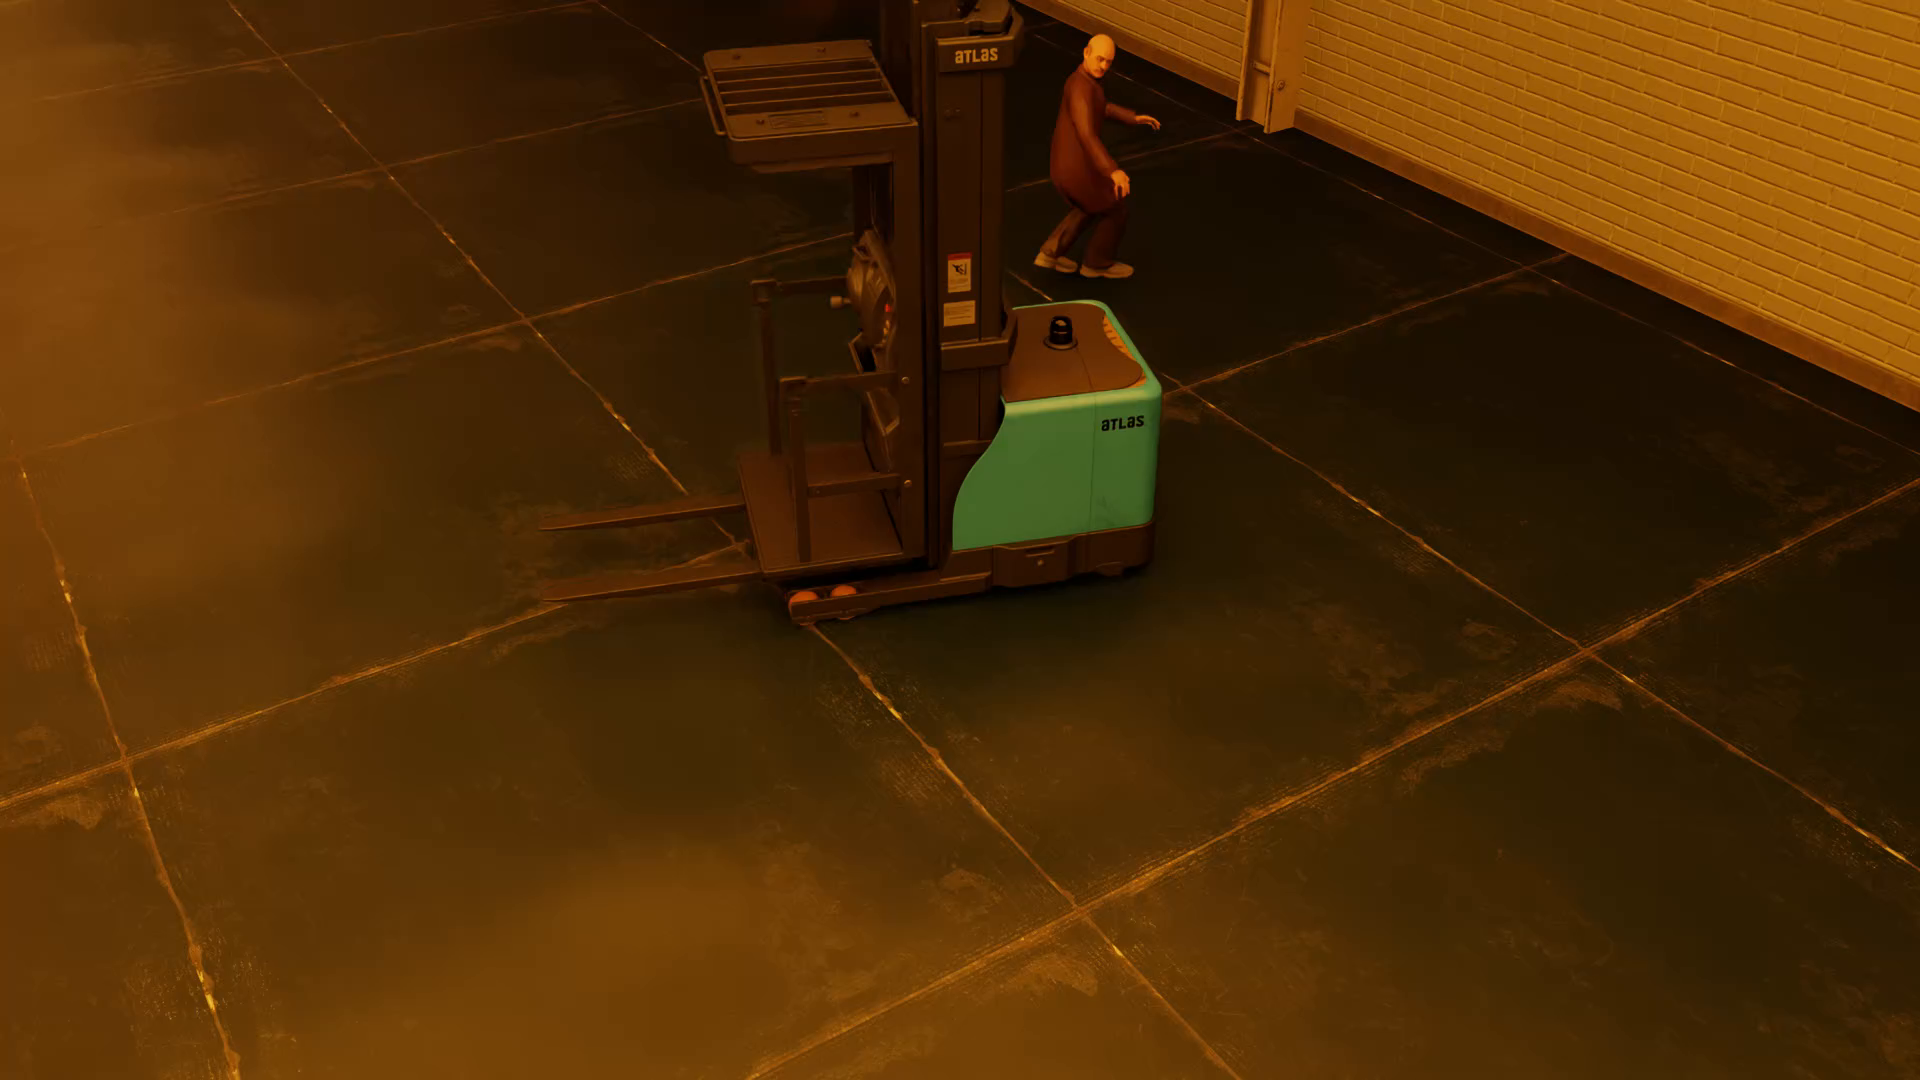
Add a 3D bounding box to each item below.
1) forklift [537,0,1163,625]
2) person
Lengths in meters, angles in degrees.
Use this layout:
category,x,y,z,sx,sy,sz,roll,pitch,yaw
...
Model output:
category,x,y,z,sx,sy,sz,roll,pitch,yaw
forklift,-0.594,-1.118,7.739,3.031,2.935,1.130,-8,36,-11
person,0.925,-2.409,10.700,0.894,1.652,0.918,-9,36,-12
